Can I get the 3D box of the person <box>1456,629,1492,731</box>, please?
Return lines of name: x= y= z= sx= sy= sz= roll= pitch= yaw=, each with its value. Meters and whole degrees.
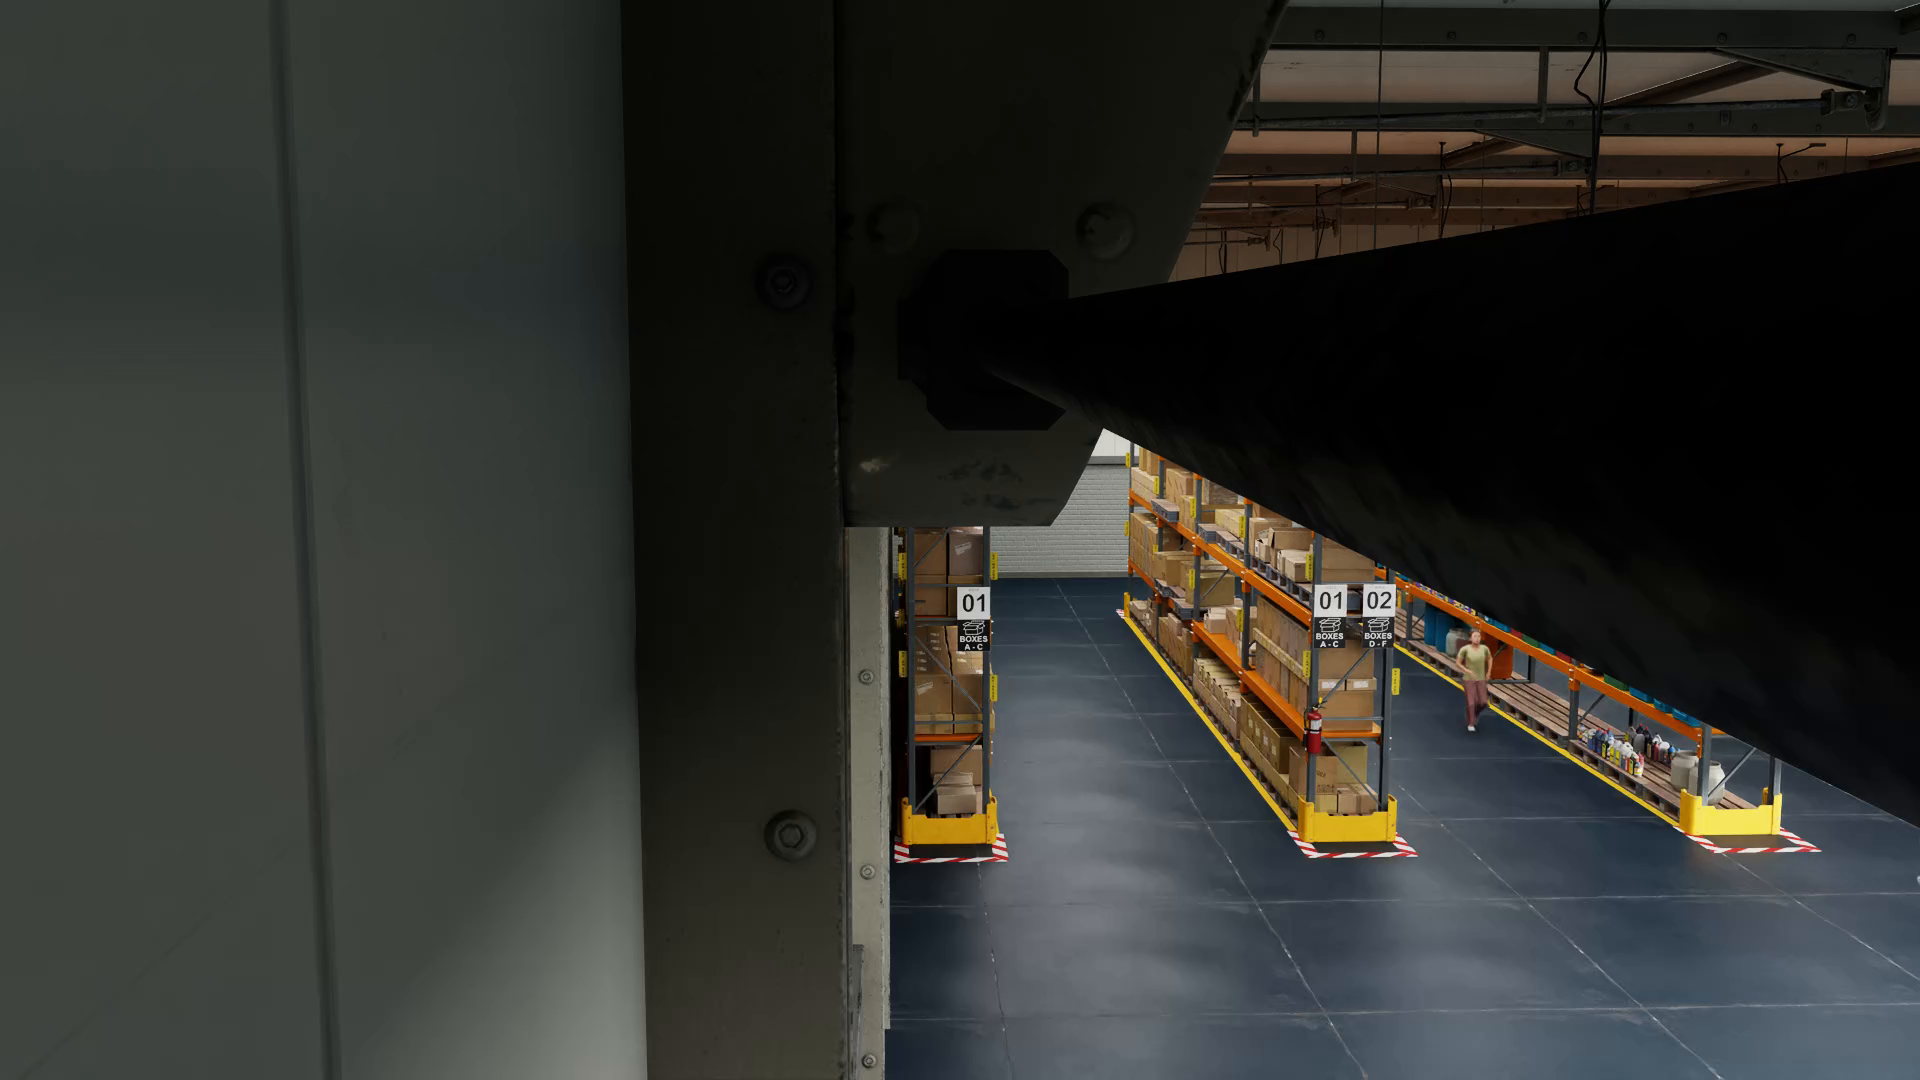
person: x=8.061 y=2.192 z=26.024 sx=0.605 sy=1.625 sz=0.561 roll=0 pitch=7 yaw=-1
